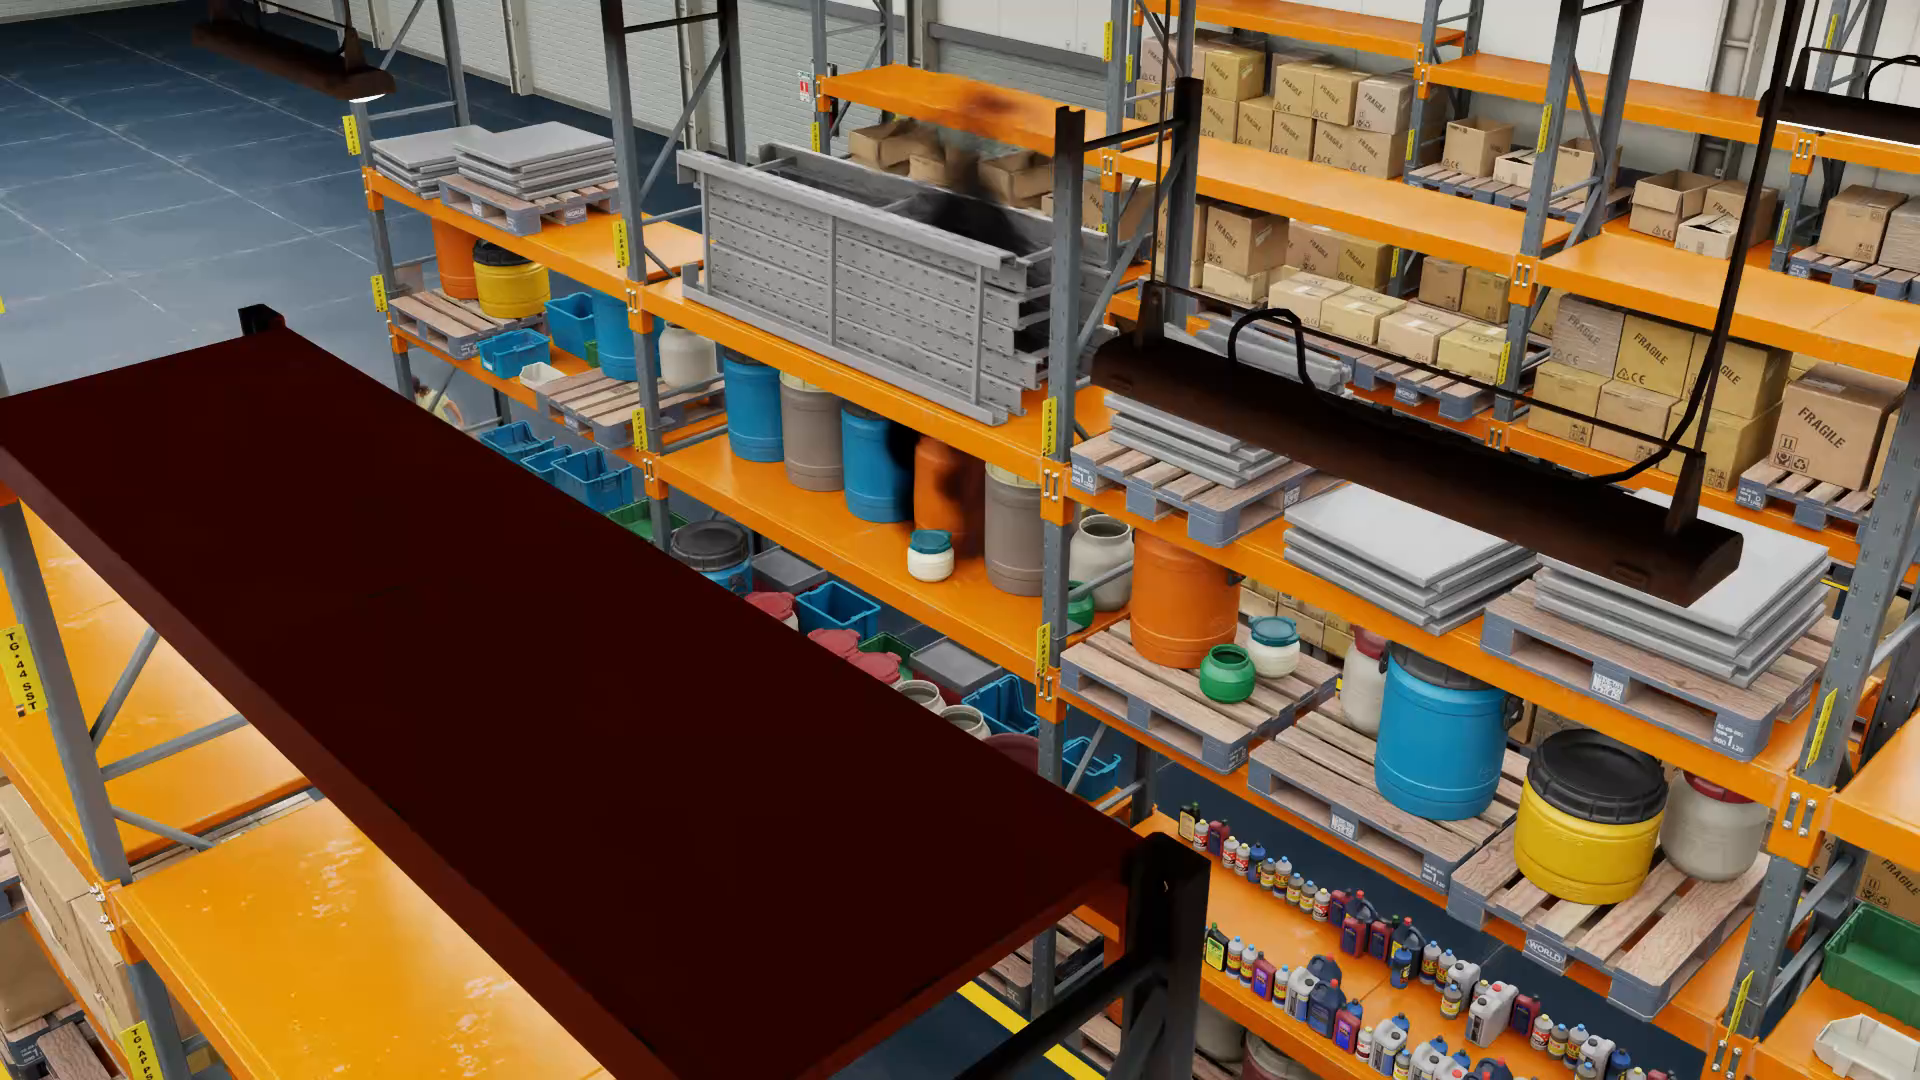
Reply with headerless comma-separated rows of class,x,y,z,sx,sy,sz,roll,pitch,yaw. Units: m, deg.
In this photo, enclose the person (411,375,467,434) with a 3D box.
person,-5.245,-0.967,16.951,0.983,1.561,0.586,1,28,1
